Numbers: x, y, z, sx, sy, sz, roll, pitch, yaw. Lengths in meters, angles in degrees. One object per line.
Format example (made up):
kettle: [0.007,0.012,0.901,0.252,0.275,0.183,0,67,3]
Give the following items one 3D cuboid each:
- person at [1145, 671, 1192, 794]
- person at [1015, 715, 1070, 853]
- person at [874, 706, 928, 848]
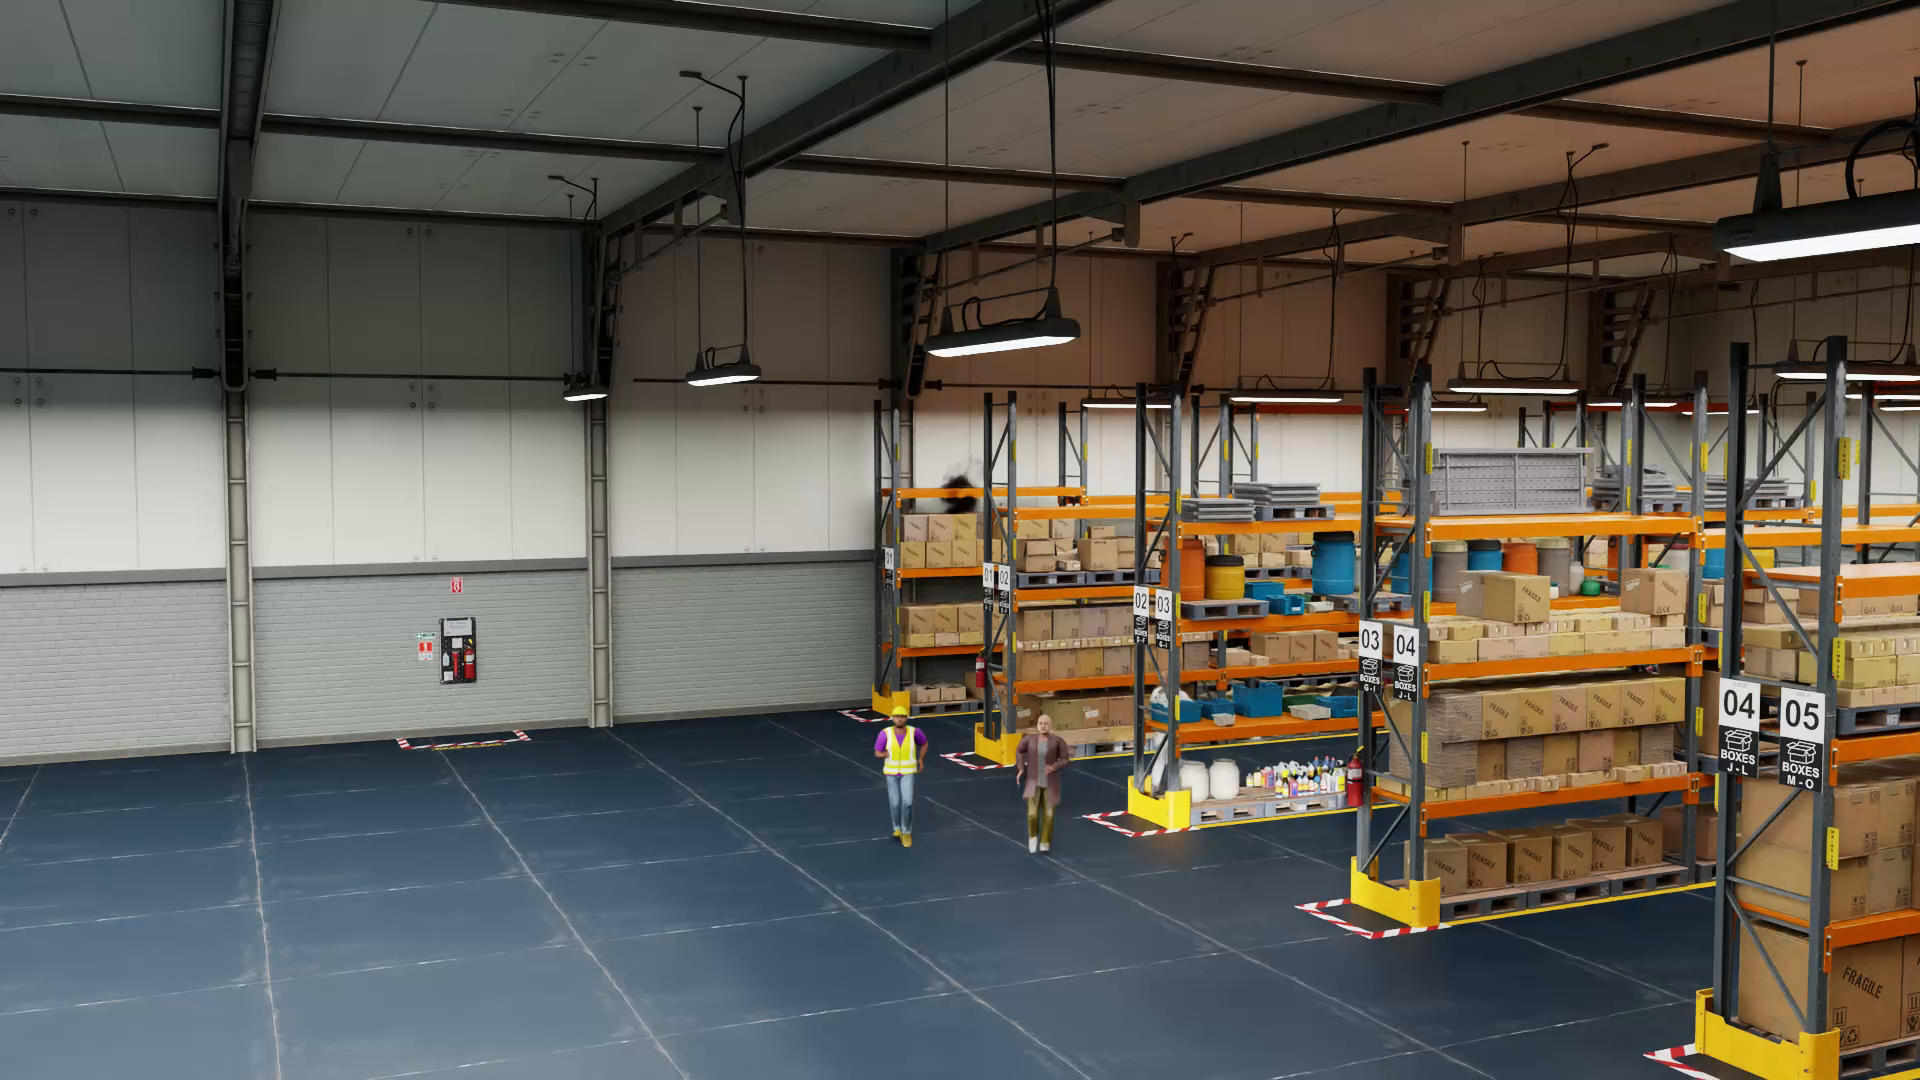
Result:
person: [3.032,2.825,24.500,1.057,1.791,0.691,-2,4,-29]
person: [1.031,3.053,20.813,0.678,1.724,0.711,0,3,5]
person: [-0.765,3.041,21.400,0.673,1.812,0.706,0,3,2]
